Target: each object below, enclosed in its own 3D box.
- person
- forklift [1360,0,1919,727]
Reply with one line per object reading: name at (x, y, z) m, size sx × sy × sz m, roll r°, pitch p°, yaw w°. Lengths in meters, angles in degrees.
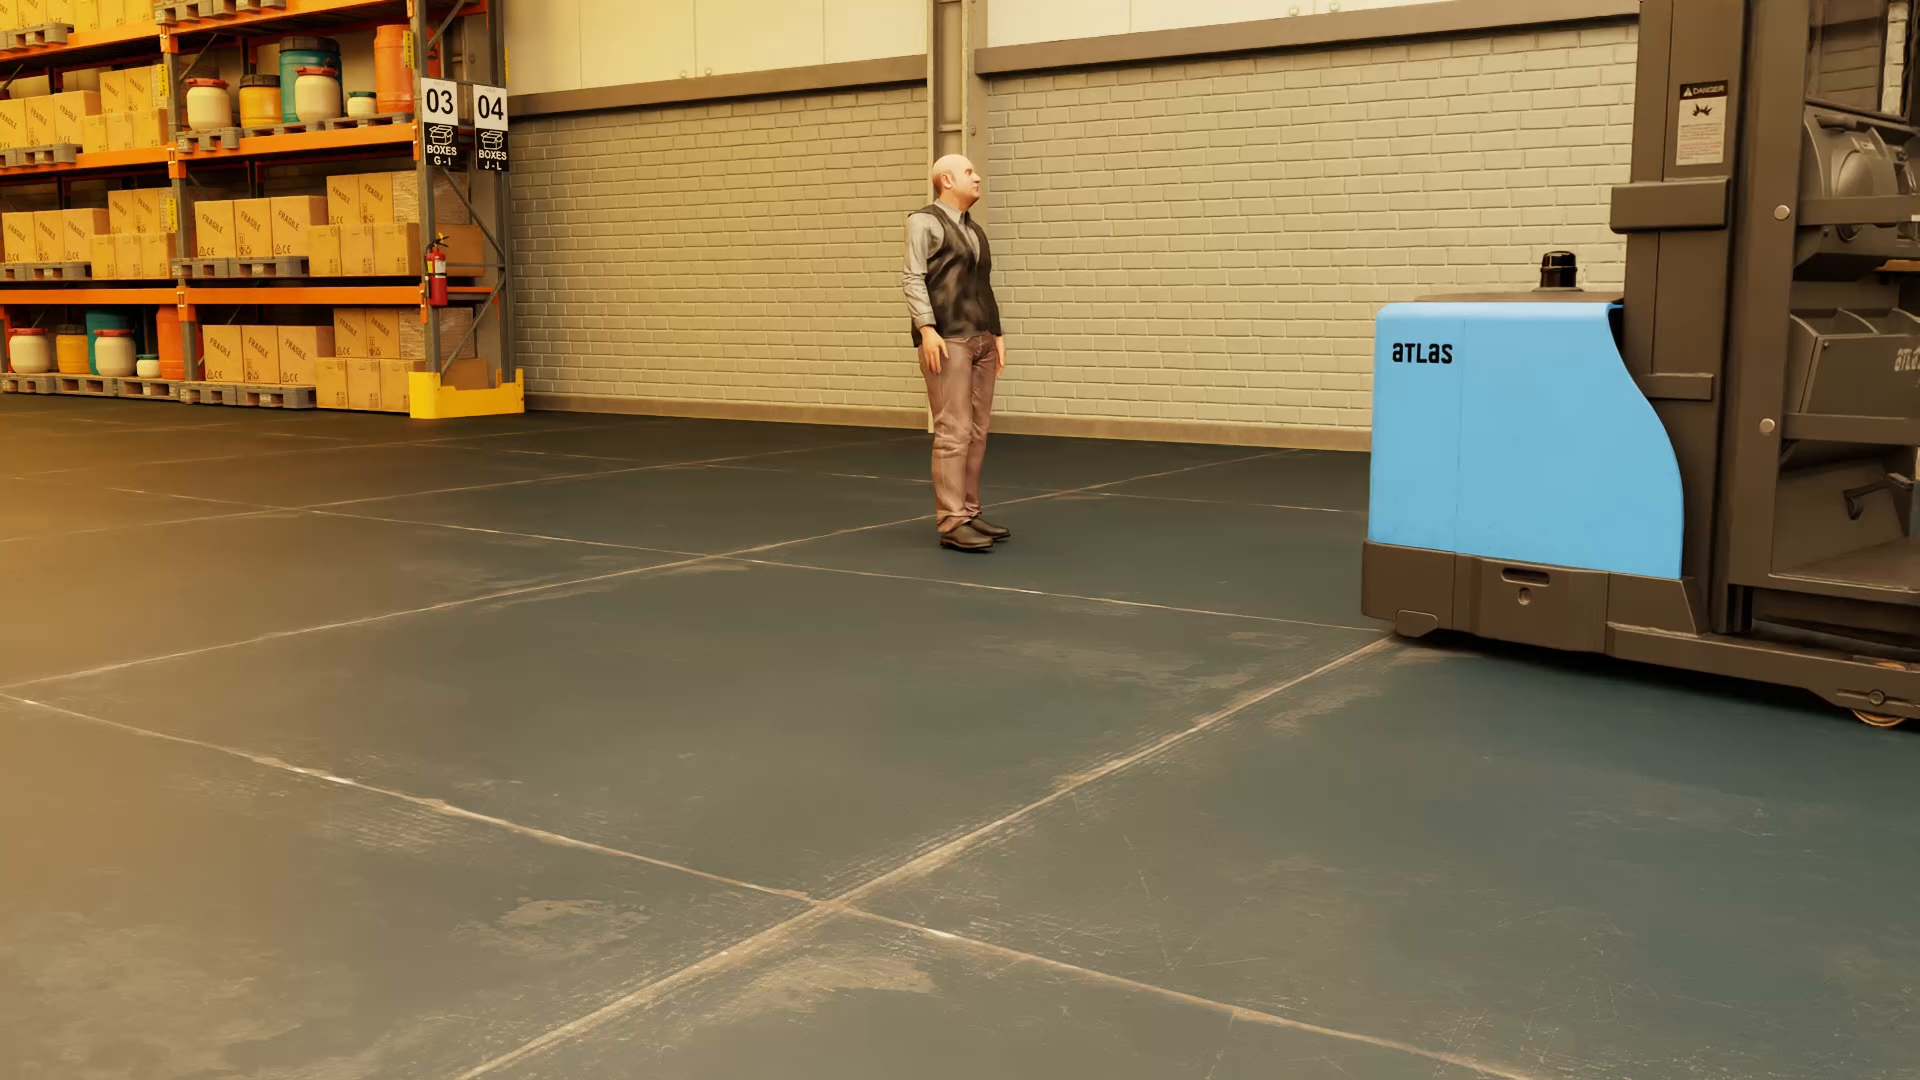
person at (0.048, -0.854, 7.441) m, size 0.566 × 1.722 × 0.633 m, roll 5°, pitch 10°, yaw 34°
forklift at (2.676, -1.034, 4.467) m, size 1.130 × 2.935 × 3.031 m, roll -7°, pitch 11°, yaw -42°
